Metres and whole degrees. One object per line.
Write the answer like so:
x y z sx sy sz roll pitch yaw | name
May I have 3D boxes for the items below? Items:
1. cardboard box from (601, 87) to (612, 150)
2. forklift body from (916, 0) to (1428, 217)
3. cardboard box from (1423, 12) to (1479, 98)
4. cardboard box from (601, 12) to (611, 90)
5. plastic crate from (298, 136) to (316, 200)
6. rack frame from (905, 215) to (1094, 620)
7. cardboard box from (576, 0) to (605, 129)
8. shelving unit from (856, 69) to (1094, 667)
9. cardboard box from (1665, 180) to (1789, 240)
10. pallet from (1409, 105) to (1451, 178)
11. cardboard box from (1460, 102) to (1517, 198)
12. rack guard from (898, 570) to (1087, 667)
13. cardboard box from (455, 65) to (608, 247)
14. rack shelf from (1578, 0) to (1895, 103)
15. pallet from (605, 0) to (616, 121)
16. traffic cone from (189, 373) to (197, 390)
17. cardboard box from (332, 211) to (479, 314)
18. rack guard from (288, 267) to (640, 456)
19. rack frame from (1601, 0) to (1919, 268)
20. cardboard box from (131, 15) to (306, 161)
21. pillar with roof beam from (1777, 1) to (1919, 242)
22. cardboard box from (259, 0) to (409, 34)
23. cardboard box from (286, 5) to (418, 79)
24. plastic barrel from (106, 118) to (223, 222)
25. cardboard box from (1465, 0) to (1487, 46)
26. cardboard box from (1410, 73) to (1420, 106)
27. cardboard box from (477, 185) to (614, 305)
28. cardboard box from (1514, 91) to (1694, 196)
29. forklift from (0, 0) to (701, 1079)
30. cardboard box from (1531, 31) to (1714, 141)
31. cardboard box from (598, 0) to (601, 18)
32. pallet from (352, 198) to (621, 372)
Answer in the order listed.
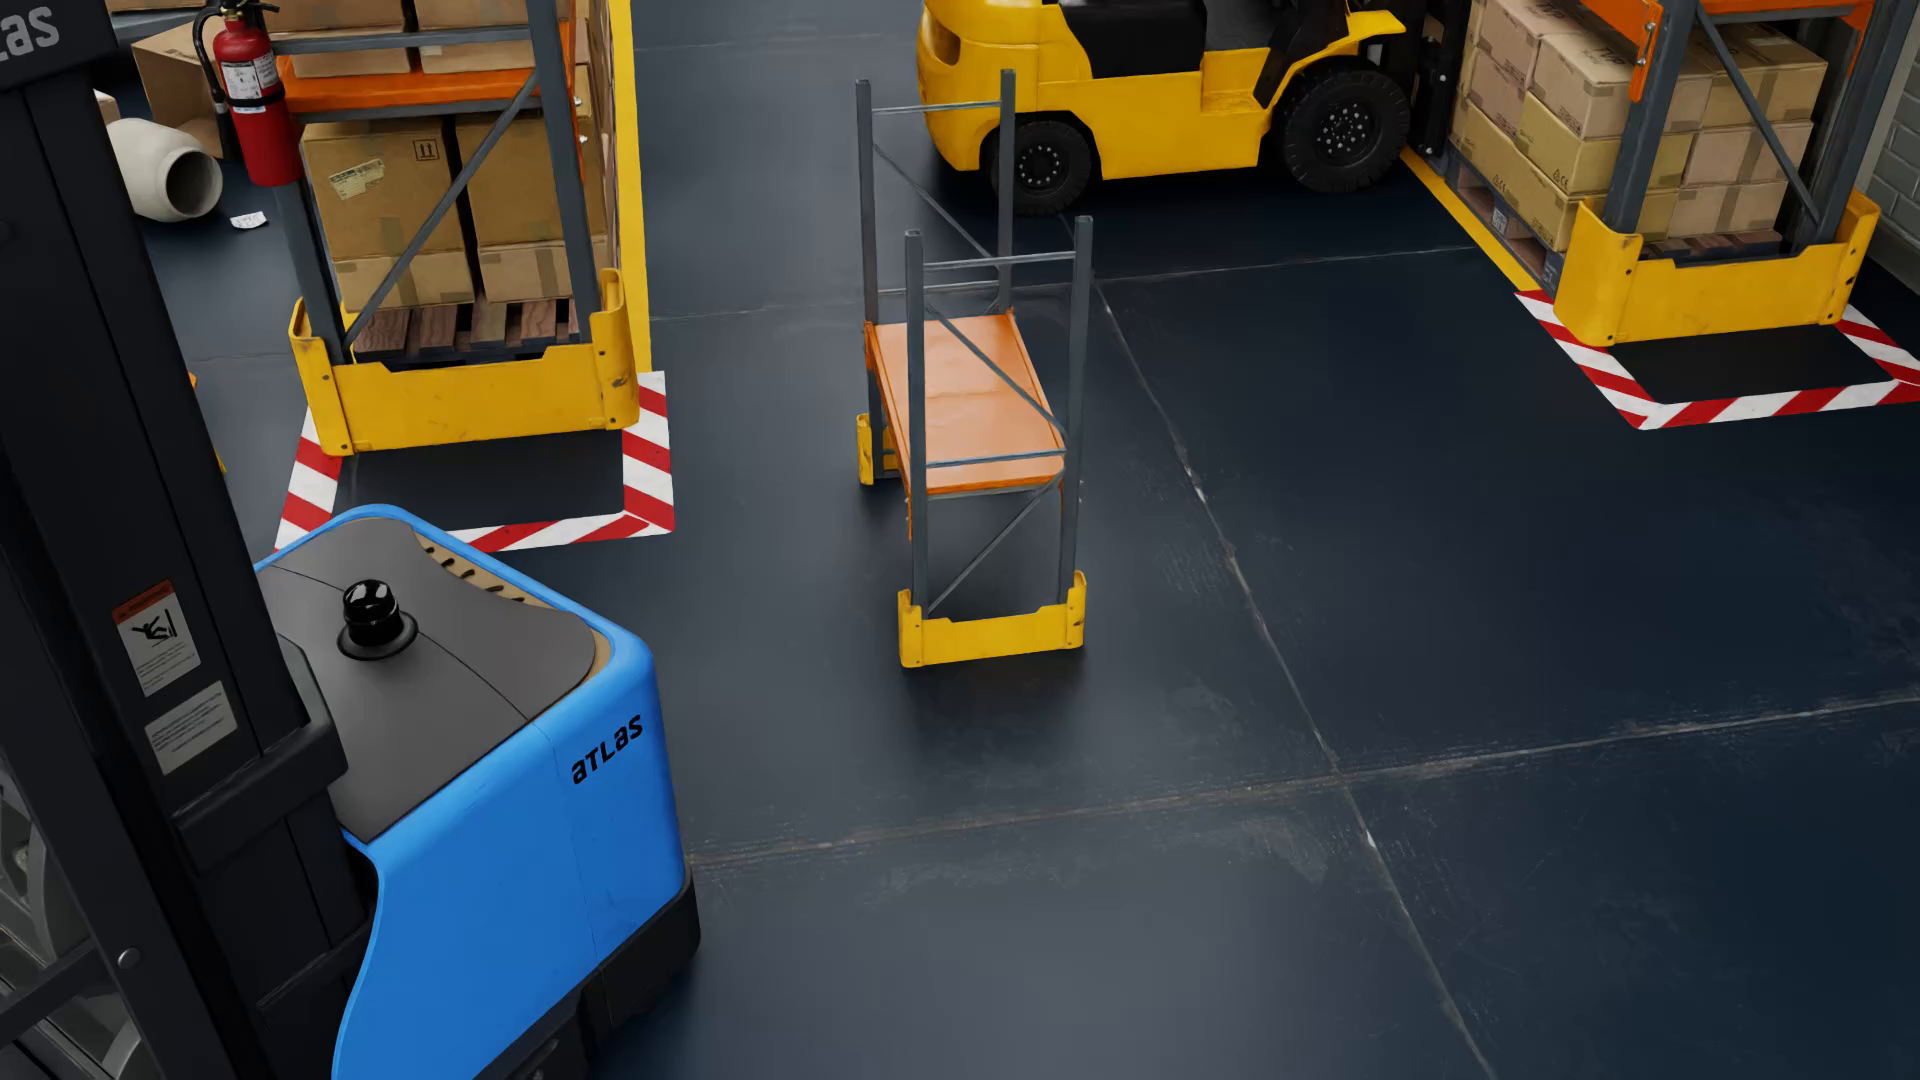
-1.865 -1.843 7.576 0.500 0.250 0.500 -4 38 -5 | cardboard box
0.952 -2.759 7.548 2.313 2.155 1.214 -6 38 -8 | forklift body
2.499 -2.296 7.752 0.500 0.250 0.500 -7 38 -9 | cardboard box
-2.036 -2.456 8.365 0.500 0.250 0.500 -7 38 -9 | cardboard box
-3.039 -1.835 8.047 0.402 0.080 0.583 -20 42 -23 | plastic crate
0.104 -0.234 4.828 0.500 1.500 0.032 -6 38 -8 | rack frame
-1.856 -2.135 7.341 0.500 0.500 0.500 -6 38 -7 | cardboard box
0.013 -0.546 5.231 0.587 1.500 1.083 -6 38 -8 | shelving unit
3.187 -1.543 7.190 0.500 0.250 0.500 -6 38 -8 | cardboard box
2.694 -2.237 8.457 1.003 0.211 1.213 -6 38 -8 | pallet
2.609 -1.776 7.490 0.500 0.250 0.500 -6 38 -8 | cardboard box
0.101 0.248 5.227 0.587 0.250 0.087 -6 38 -8 | rack guard
-1.680 -1.516 6.544 0.500 0.500 0.500 -7 38 -9 | cardboard box
2.730 -3.069 7.842 1.077 0.370 4.000 -6 38 -8 | rack shelf
-2.355 -2.522 8.824 1.003 0.211 1.213 -6 38 -8 | pallet
-3.151 -0.728 6.310 0.336 0.463 0.334 -6 38 -8 | traffic cone
-2.217 -1.163 6.700 0.500 0.250 0.500 -6 38 -8 | cardboard box
-1.819 -0.668 6.202 1.175 0.500 0.348 -6 38 -8 | rack guard
3.080 -2.145 6.066 1.000 3.000 0.127 -6 38 -8 | rack frame
-3.659 -2.245 8.230 0.500 0.500 0.500 19 42 23 | cardboard box
-0.393 -4.568 4.295 9.100 9.000 0.400 -6 38 -8 | pillar with roof beam
-2.172 -2.064 5.638 0.500 0.500 0.500 -7 38 -9 | cardboard box
-2.082 -1.712 5.714 0.380 0.149 0.250 -5 38 -6 | cardboard box
-3.659 -1.676 7.562 0.512 0.421 0.421 19 42 23 | plastic barrel
2.499 -2.476 7.576 0.500 0.250 0.500 -6 38 -7 | cardboard box
2.417 -2.391 8.281 0.500 0.250 0.500 -5 38 -7 | cardboard box
-1.675 -1.206 6.756 0.500 0.250 0.500 -7 38 -8 | cardboard box
2.687 -1.683 6.962 0.500 0.250 0.500 -7 38 -9 | cardboard box
-1.944 0.479 2.744 1.130 2.935 3.031 24 44 28 | forklift
2.692 -1.864 6.789 0.500 0.250 0.500 -5 38 -6 | cardboard box
-2.048 -2.765 8.152 0.500 0.500 0.500 -6 38 -7 | cardboard box
-1.927 -1.048 6.927 1.003 0.211 1.213 -6 38 -8 | pallet
